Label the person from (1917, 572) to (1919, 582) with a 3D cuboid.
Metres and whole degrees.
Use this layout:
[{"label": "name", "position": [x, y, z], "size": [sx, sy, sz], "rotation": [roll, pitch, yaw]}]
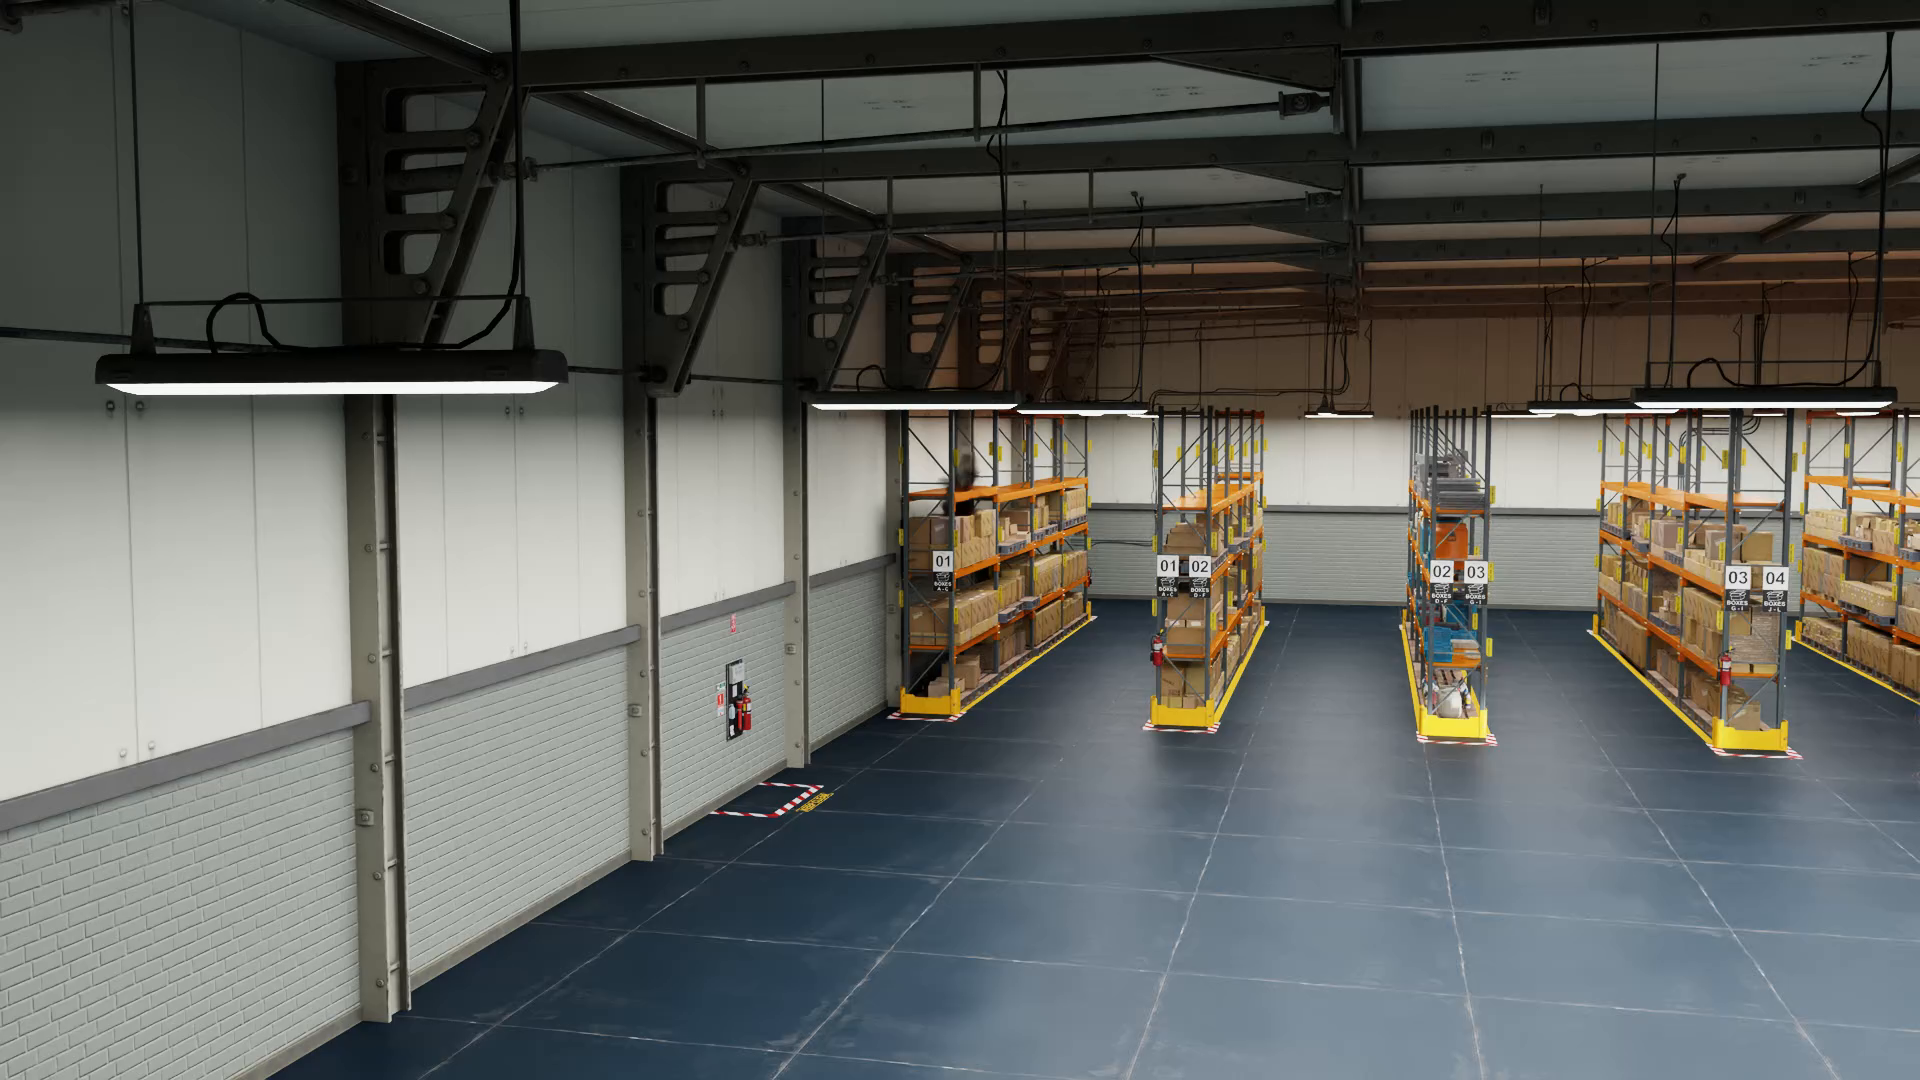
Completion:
[{"label": "person", "position": [25.756, 1.666, 44.489], "size": [0.659, 1.735, 0.685], "rotation": [0, 4, -3]}]
